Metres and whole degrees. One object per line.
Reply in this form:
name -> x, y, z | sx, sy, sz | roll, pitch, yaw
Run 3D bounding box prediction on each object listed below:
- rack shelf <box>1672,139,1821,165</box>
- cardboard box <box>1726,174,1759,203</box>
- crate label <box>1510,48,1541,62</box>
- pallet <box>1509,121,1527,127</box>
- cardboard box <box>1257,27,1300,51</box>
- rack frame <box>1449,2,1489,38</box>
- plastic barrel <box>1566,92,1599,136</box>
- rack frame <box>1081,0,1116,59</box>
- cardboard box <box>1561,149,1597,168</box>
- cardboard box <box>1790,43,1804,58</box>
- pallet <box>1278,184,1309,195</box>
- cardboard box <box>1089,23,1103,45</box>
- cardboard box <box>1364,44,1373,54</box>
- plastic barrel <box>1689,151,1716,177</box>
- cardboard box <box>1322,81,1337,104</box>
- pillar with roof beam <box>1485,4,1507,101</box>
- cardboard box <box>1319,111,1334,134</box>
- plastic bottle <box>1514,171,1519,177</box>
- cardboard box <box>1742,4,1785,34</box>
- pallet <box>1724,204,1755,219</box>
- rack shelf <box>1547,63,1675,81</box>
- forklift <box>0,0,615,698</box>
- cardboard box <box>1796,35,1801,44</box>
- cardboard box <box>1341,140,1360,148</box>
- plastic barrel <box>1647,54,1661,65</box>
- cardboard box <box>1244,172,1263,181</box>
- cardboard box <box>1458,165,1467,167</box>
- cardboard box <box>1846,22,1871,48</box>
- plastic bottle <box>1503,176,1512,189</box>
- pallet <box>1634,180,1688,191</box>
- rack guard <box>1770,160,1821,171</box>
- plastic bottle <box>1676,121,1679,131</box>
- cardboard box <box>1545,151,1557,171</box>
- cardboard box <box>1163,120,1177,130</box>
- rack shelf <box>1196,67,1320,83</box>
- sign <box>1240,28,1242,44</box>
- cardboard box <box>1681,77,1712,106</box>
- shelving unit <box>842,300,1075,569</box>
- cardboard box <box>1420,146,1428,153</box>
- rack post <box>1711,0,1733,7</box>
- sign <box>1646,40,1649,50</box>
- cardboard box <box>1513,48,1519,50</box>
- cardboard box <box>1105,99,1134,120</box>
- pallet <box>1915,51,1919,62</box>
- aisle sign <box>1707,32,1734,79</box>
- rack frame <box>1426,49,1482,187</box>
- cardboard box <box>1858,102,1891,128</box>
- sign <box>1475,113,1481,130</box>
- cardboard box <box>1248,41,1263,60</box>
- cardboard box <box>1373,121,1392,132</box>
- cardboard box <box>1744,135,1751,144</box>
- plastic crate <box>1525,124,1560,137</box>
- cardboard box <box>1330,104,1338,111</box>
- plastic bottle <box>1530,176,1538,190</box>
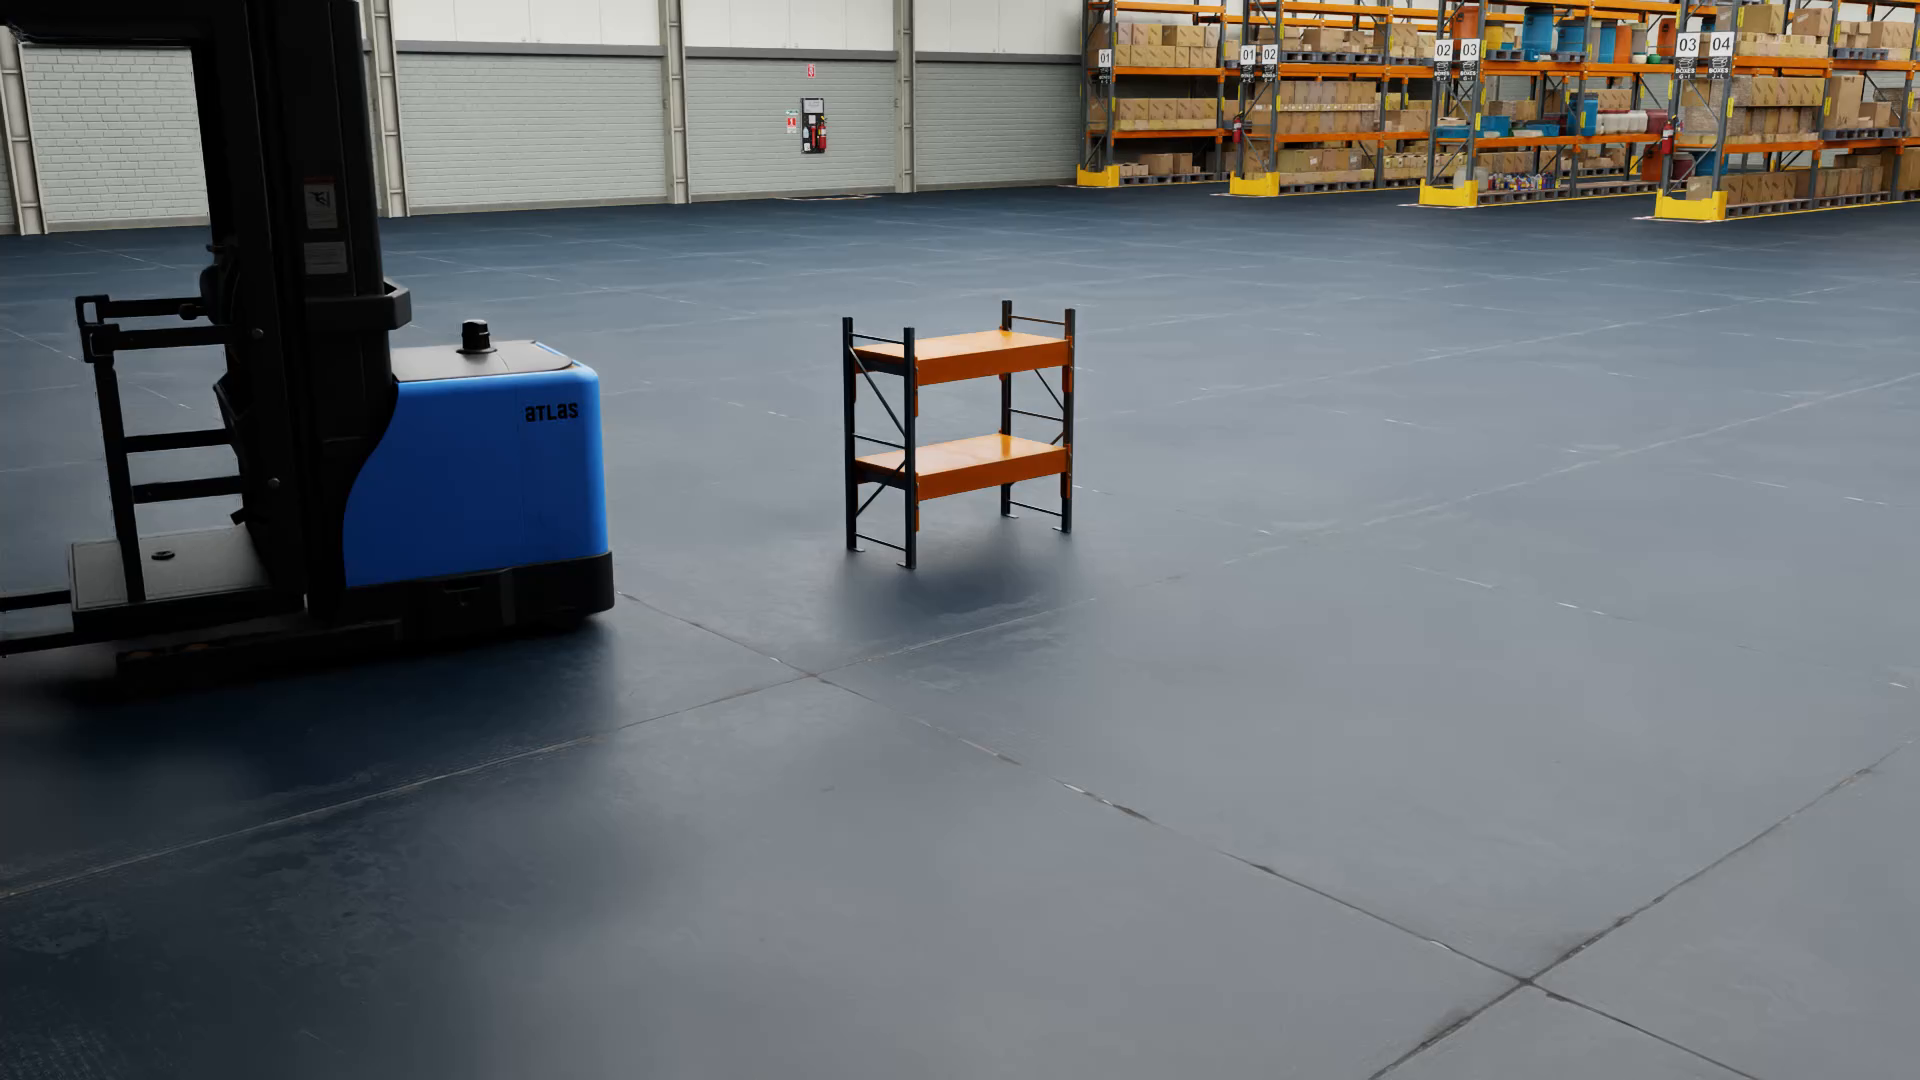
rack shelf -> 14.580, -7.222, 30.869 | 4.000, 0.370, 1.077 | -13, 19, -39
cardboard box -> 14.467, -6.539, 30.947 | 0.500, 0.500, 0.500 | -10, 18, -34
crate label -> 11.449, -9.825, 33.696 | 0.408, 0.251, 0.502 | -13, 19, -39
pallet -> 14.071, -10.753, 43.065 | 1.213, 0.211, 1.003 | -13, 19, -39
cardboard box -> 7.008, -11.026, 36.619 | 0.637, 0.503, 0.797 | -11, 18, -36
rack frame -> 12.607, -13.414, 41.029 | 0.127, 3.000, 1.000 | -13, 19, -39
plastic barrel -> 13.328, -9.121, 35.614 | 0.708, 0.901, 0.600 | -13, 19, -39
rack frame -> 3.317, -13.022, 39.564 | 0.127, 3.000, 1.000 | -13, 19, -39
cardboard box -> 17.038, -10.519, 45.801 | 0.637, 0.503, 0.797 | -13, 19, -39
cardboard box -> 15.135, -8.983, 30.547 | 0.500, 0.250, 0.500 | -13, 20, -40
pallet -> 7.121, -7.951, 37.605 | 1.213, 0.211, 1.003 | -13, 19, -39
cardboard box -> 3.471, -12.238, 40.270 | 0.500, 0.500, 0.500 | -12, 19, -37
cardboard box -> 11.256, -13.632, 46.613 | 0.500, 0.500, 0.700 | -13, 20, -40
plastic barrel -> 17.917, -9.208, 40.163 | 0.708, 0.901, 0.600 | -13, 19, -39
cardboard box -> 8.123, -10.181, 37.846 | 0.500, 0.500, 0.700 | -13, 19, -39
pillar with roof beam -> 19.682, -15.520, 48.916 | 0.400, 9.000, 9.100 | -13, 19, -39
cardboard box -> 8.098, -9.548, 37.988 | 0.500, 0.500, 0.700 | -12, 19, -38
plastic bottle -> 11.956, -7.749, 35.730 | 0.185, 0.351, 0.144 | -12, 19, -38
cardboard box -> 14.369, -9.312, 29.749 | 0.500, 0.500, 0.500 | -13, 20, -40
pallet -> 13.765, -6.027, 30.405 | 1.213, 0.211, 1.003 | -13, 19, -39
rack shelf -> 14.347, -10.313, 36.628 | 4.000, 0.370, 1.077 | -13, 19, -39
forklift -> -2.988, -0.994, 6.293 | 3.031, 2.935, 1.130 | -8, 17, -27
cardboard box -> 15.205, -9.198, 30.580 | 0.250, 0.149, 0.380 | -12, 19, -37
cardboard box -> 10.658, -10.889, 46.557 | 0.750, 0.750, 0.750 | -13, 20, -40
plastic barrel -> 15.703, -10.873, 37.630 | 0.294, 0.245, 0.294 | 0, 15, 0
cardboard box -> 6.782, -8.183, 37.586 | 0.500, 0.250, 0.500 | -13, 19, -39
cardboard box -> 12.370, -9.253, 41.593 | 0.500, 0.250, 0.500 | -12, 19, -38
cardboard box -> 17.219, -9.830, 32.414 | 0.637, 0.503, 0.797 | -12, 19, -37
plastic bottle -> 11.610, -7.585, 35.258 | 0.135, 0.276, 0.152 | -13, 19, -39
pallet -> 16.423, -8.345, 39.081 | 1.213, 0.211, 1.003 | -13, 19, -39
rack guard -> 21.900, -9.704, 43.612 | 0.348, 0.500, 1.175 | -13, 19, -39
plastic bottle -> 16.499, -9.513, 38.300 | 0.097, 0.271, 0.097 | 0, 15, 0
cardboard box -> 15.440, -10.058, 44.084 | 0.500, 0.500, 0.500 | -13, 20, -40
cardboard box -> 5.047, -10.343, 41.410 | 0.500, 0.250, 0.500 | -12, 19, -39
rack shelf -> 7.843, -12.242, 43.849 | 4.000, 0.370, 1.077 | -13, 19, -39
sign -> 6.226, -11.107, 36.643 | 0.005, 0.325, 0.100 | -13, 19, -39
cardboard box -> 13.324, -8.047, 29.856 | 0.500, 0.500, 0.500 | -13, 19, -39
shelving unit -> 0.005, -0.545, 8.109 | 1.048, 1.125, 0.538 | -13, 19, -39
cardboard box -> 13.382, -11.343, 48.933 | 0.500, 0.500, 0.700 | -13, 20, -40
rack post -> 17.429, -12.517, 38.642 | 0.954, 0.300, 0.937 | -10, 18, -33
sign -> 18.991, -13.636, 45.959 | 0.005, 0.325, 0.100 | -13, 19, -39
cardboard box -> 13.691, -12.268, 42.358 | 0.500, 0.500, 0.910 | -13, 19, -39
cardboard box -> 3.874, -10.446, 40.342 | 0.500, 0.500, 0.500 | -13, 19, -39
pallet -> 19.557, -10.063, 34.666 | 1.003, 0.211, 1.213 | -12, 19, -37
aisle sign -> 13.222, -8.418, 28.914 | 0.004, 0.787, 0.394 | -13, 19, -39
rack frame -> 9.820, -8.195, 33.118 | 0.127, 3.000, 1.000 | -13, 19, -39
cardboard box -> 18.370, -8.624, 33.716 | 0.500, 0.500, 0.700 | -9, 18, -31
sign -> 10.178, -8.221, 32.678 | 0.005, 0.325, 0.100 | -13, 19, -39
cardboard box -> 7.730, -12.788, 43.491 | 0.500, 0.500, 0.500 | -14, 20, -41
cardboard box -> 9.932, -9.857, 39.630 | 0.500, 0.250, 0.500 | -11, 19, -36
cardboard box -> 14.018, -7.236, 30.013 | 0.250, 0.149, 0.380 | -13, 19, -39
plastic crate -> 12.181, -8.560, 34.774 | 0.616, 0.251, 0.499 | -13, 19, -39
cardboard box -> 8.367, -9.851, 37.867 | 0.250, 0.149, 0.380 | -12, 19, -38
plastic bottle -> 12.028, -7.490, 34.904 | 0.135, 0.276, 0.152 | -12, 19, -38
